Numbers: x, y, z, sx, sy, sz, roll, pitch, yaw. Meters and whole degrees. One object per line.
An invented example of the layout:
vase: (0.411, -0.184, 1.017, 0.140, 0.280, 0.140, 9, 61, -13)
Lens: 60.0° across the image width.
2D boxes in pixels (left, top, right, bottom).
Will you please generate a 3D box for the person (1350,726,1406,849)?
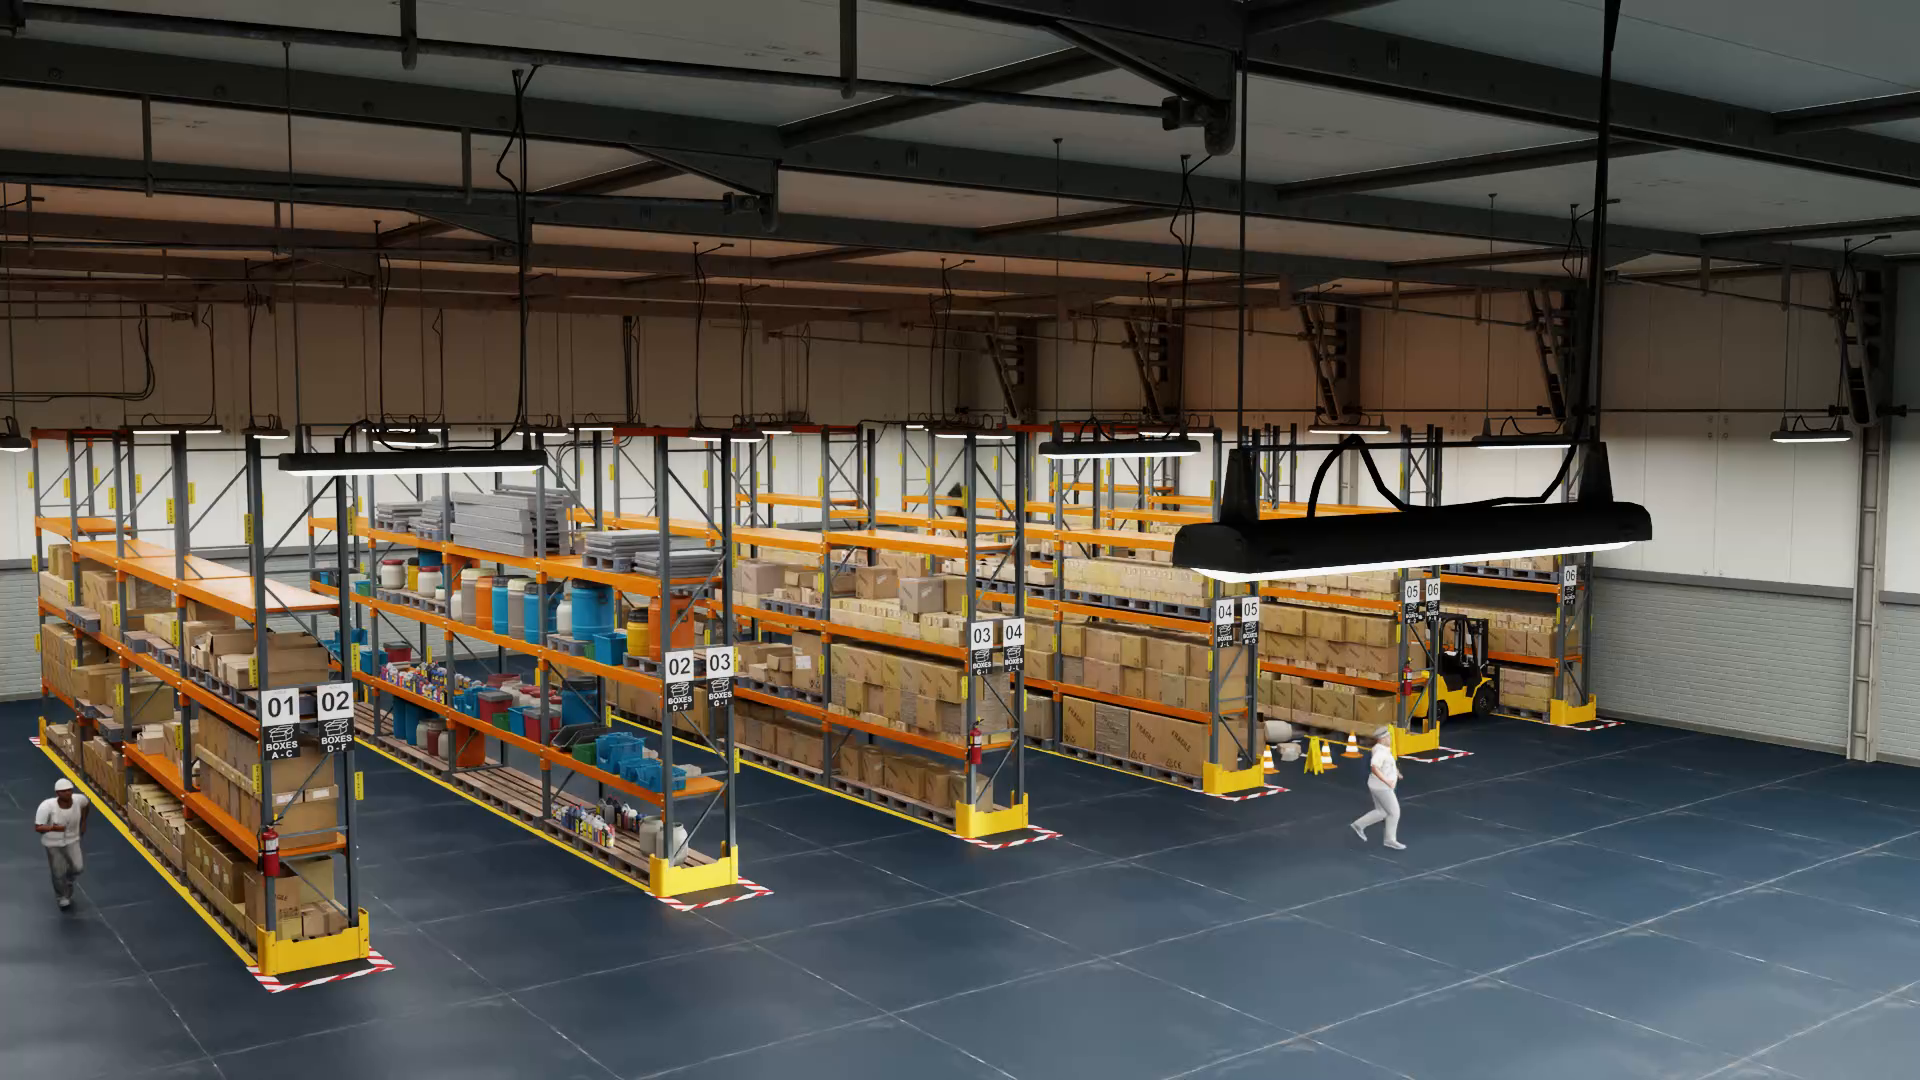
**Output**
person: (6.077, 3.568, 24.006, 0.740, 1.780, 0.670, 0, 4, 5)

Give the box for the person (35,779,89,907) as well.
person: (-11.274, 3.825, 20.969, 0.684, 1.687, 0.762, -4, 6, -41)
